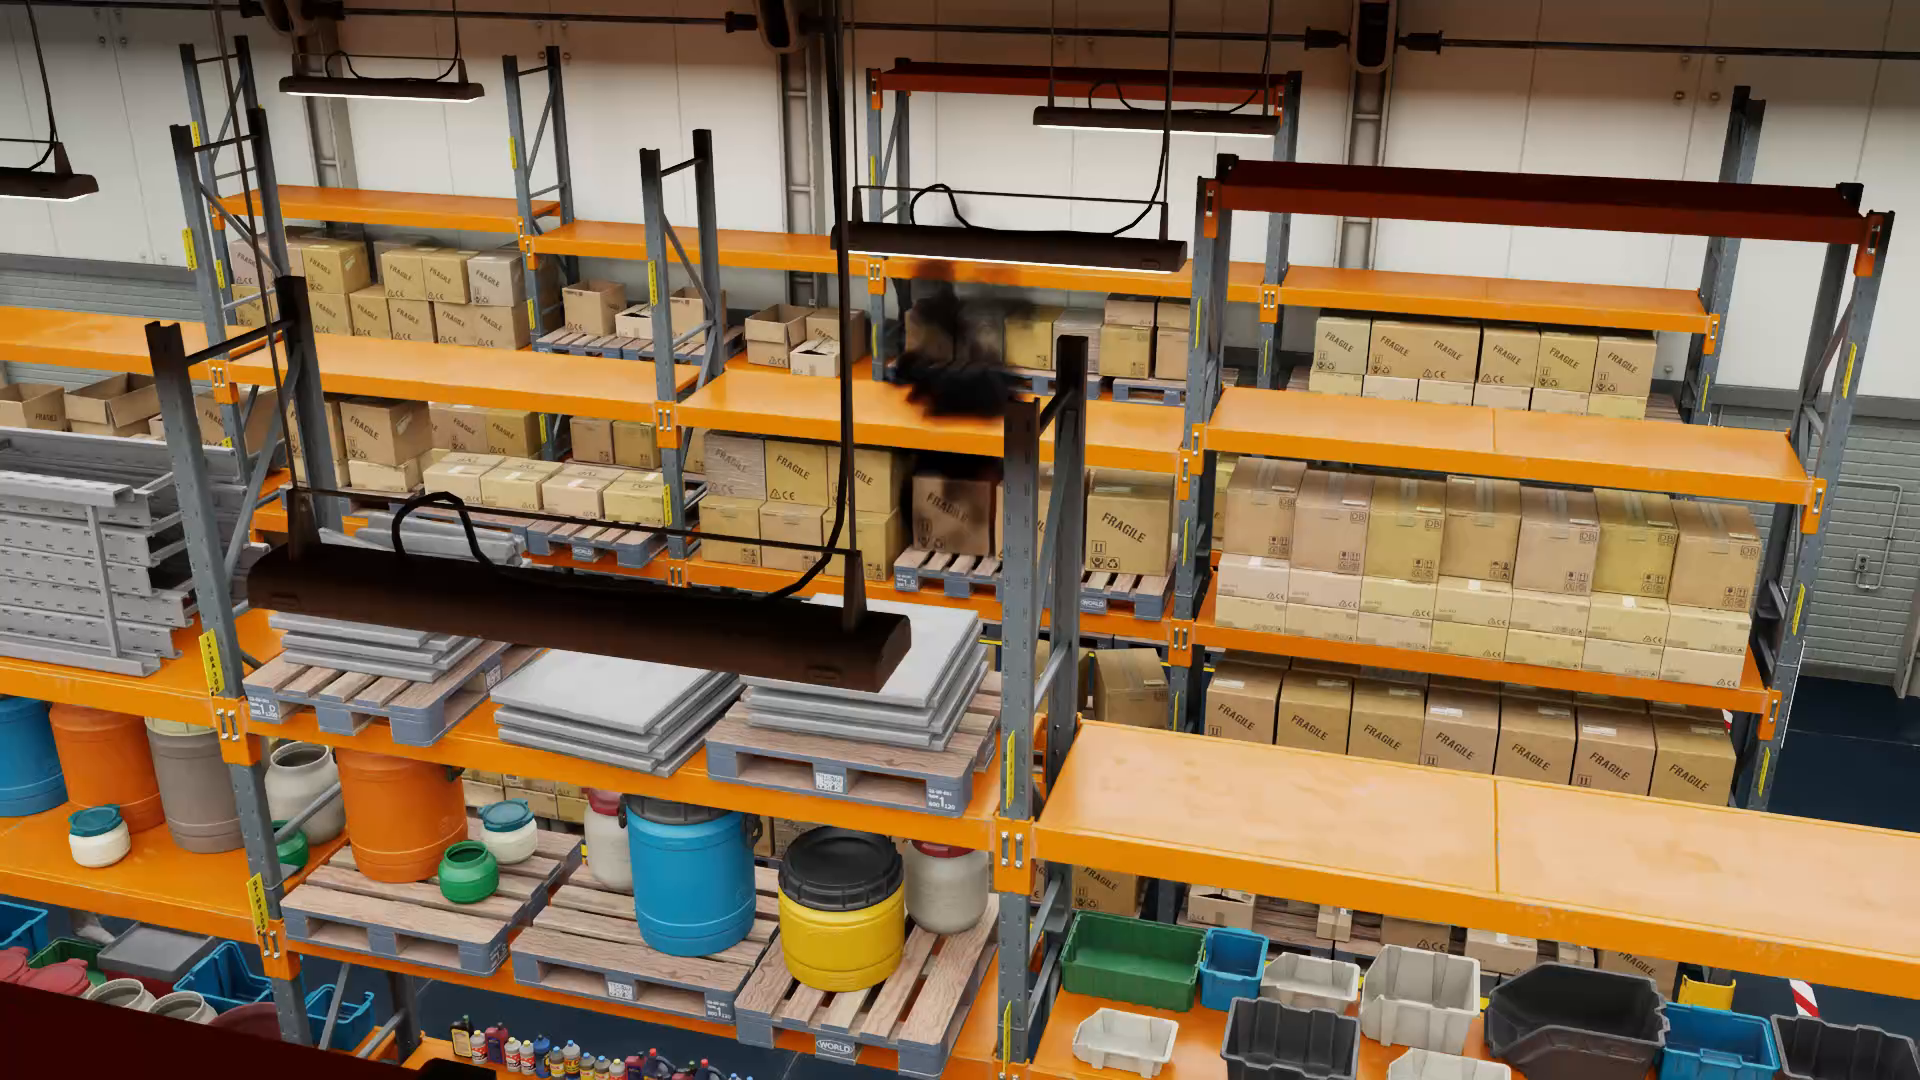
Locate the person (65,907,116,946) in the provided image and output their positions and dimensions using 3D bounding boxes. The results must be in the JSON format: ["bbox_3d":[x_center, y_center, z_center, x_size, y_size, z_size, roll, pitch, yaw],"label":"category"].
[{"bbox_3d":[-6.499,2.555,12.467,0.643,1.681,0.449,6,23,14],"label":"person"}]
